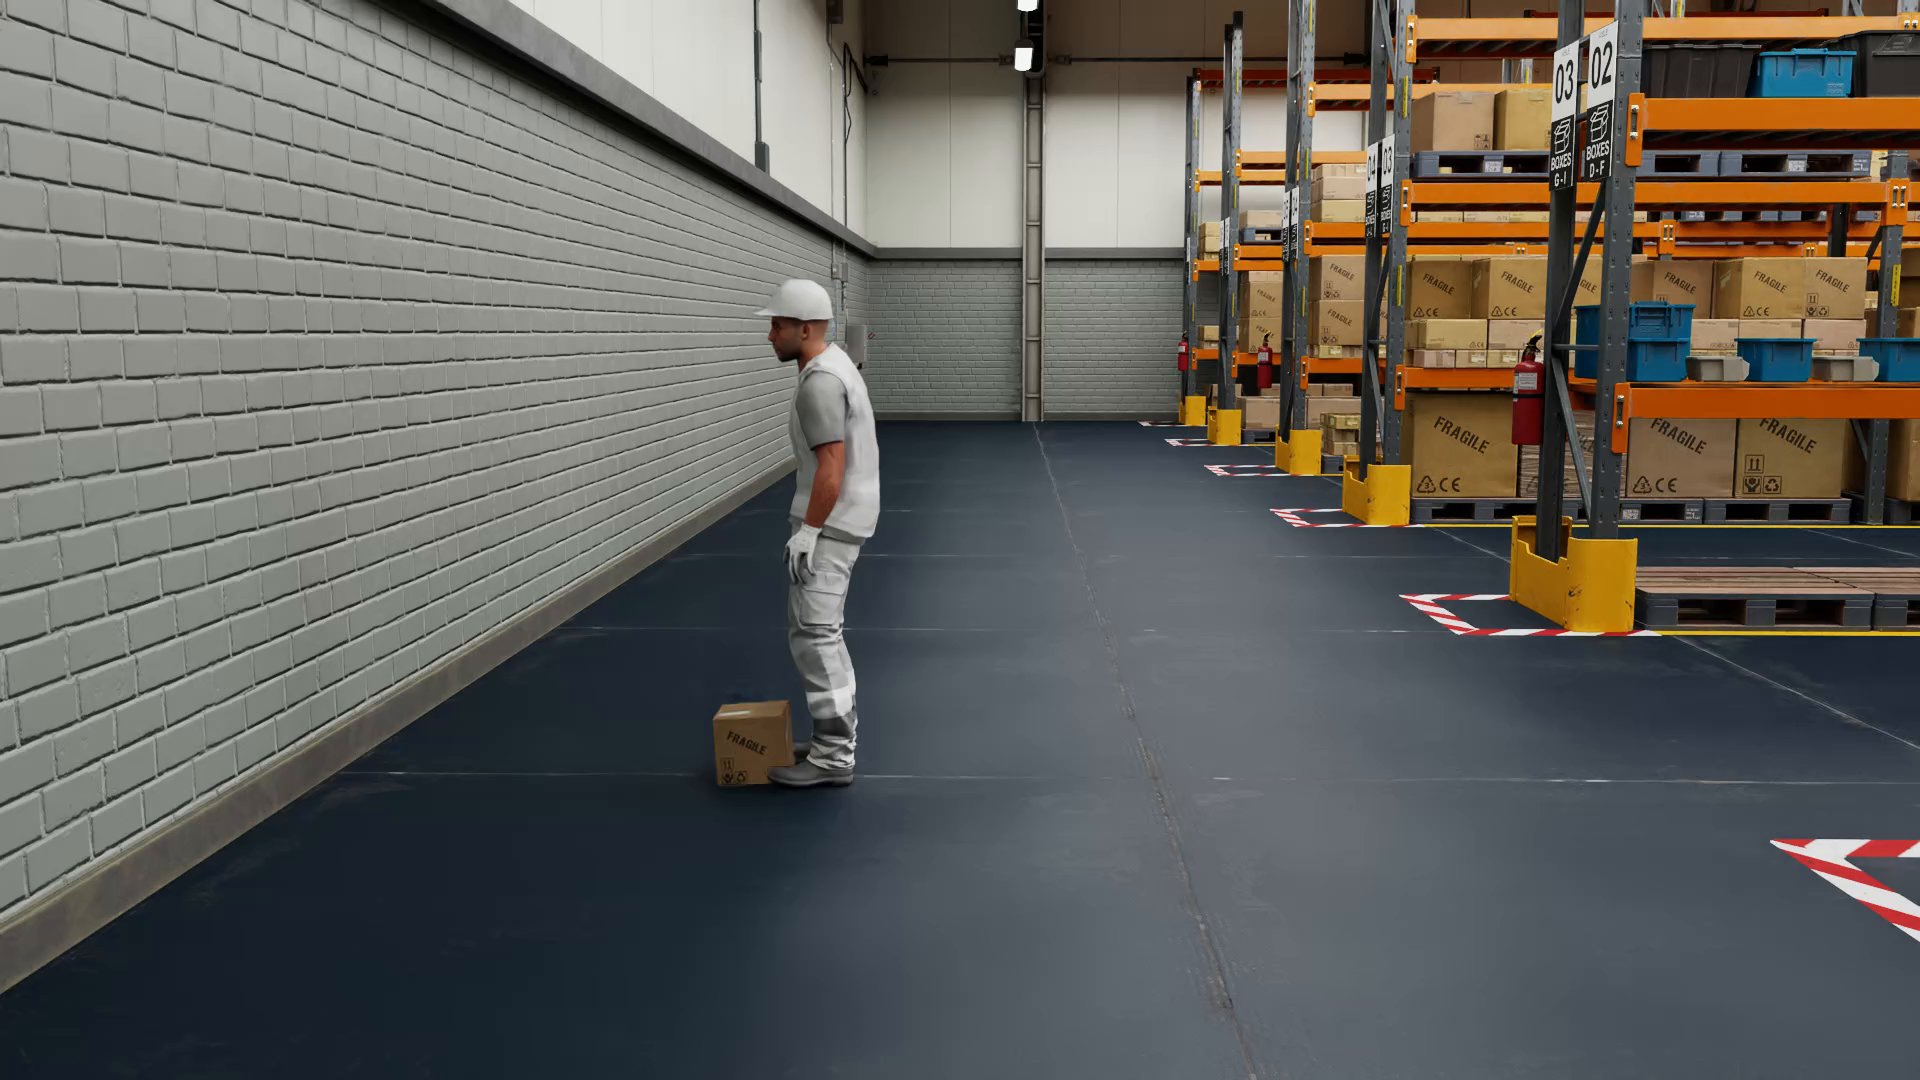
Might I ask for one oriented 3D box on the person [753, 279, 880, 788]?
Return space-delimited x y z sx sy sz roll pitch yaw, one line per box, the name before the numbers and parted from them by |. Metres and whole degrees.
person | -0.503 -0.027 5.917 0.441 1.780 0.579 0 7 -1
